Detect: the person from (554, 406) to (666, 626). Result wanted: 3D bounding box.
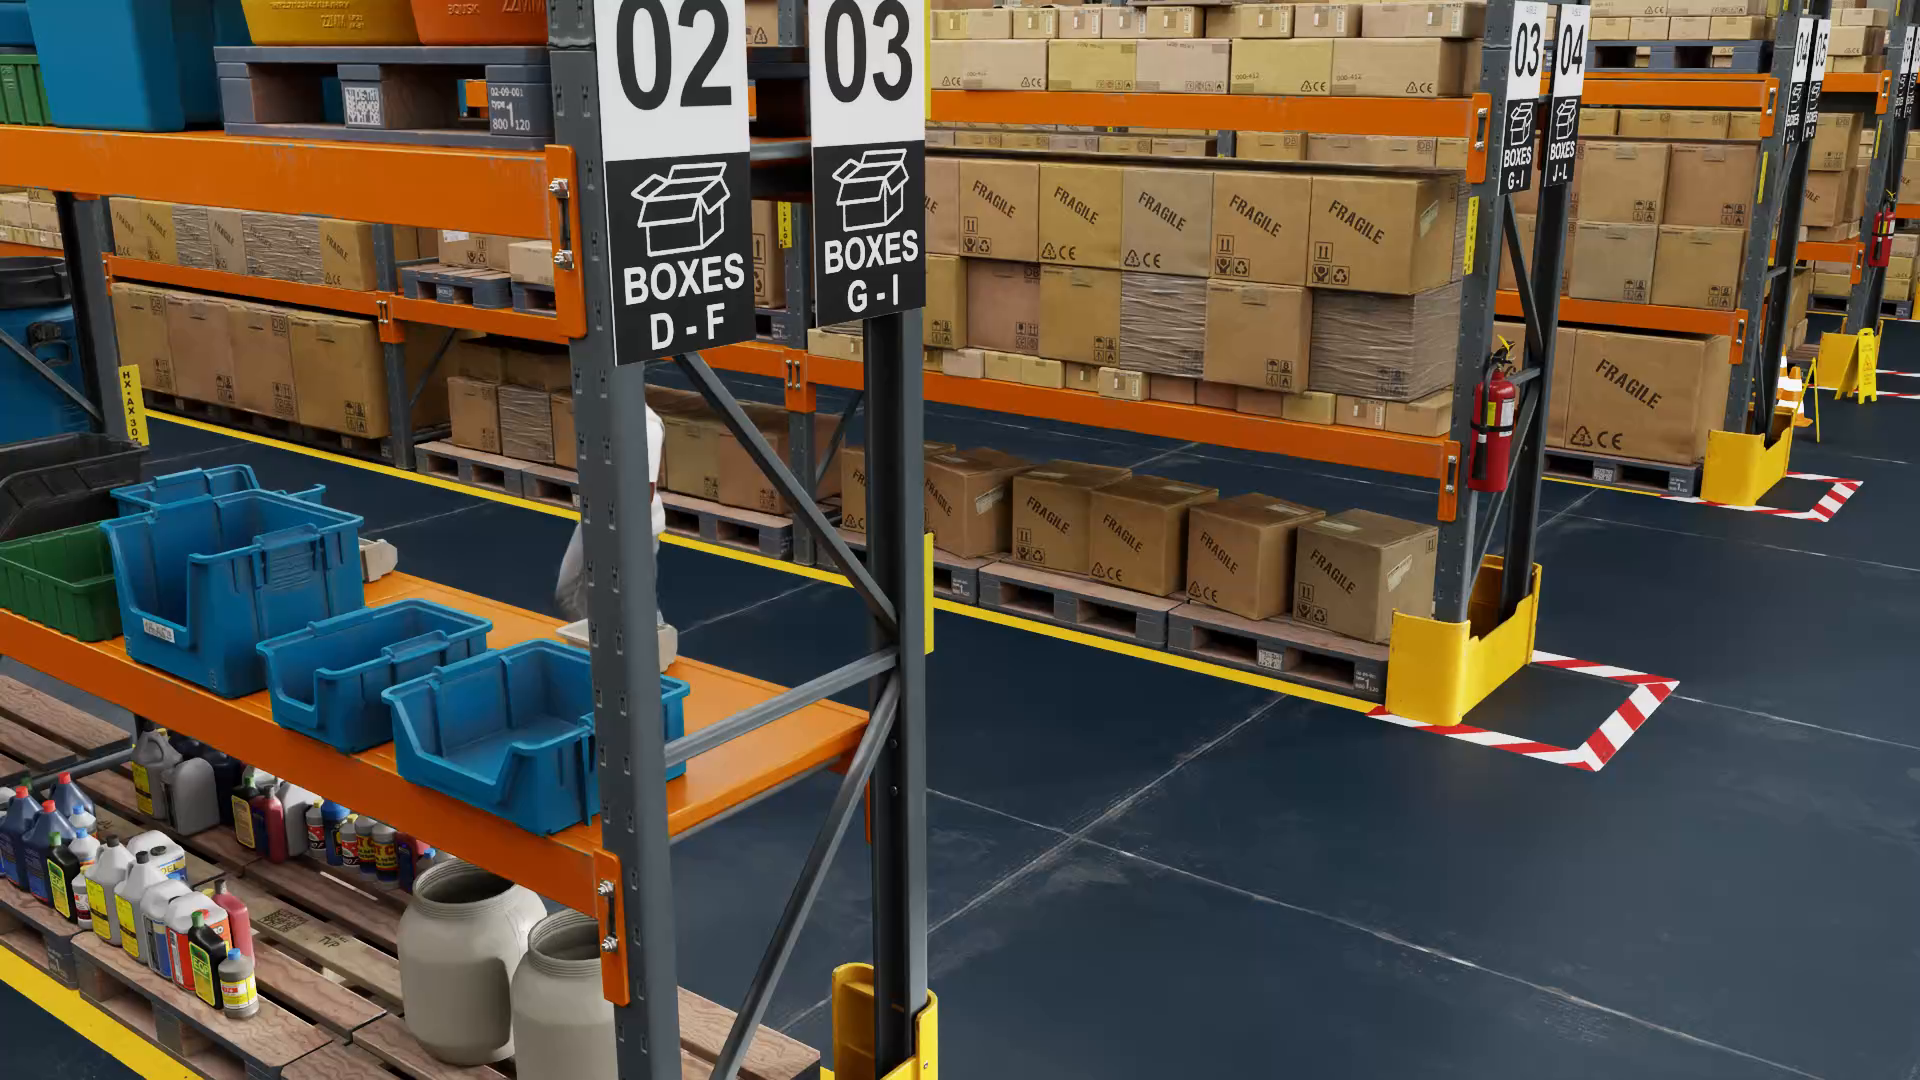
[{"bbox_3d":[-1.565,-0.009,7.576,0.511,1.824,0.628,-14,22,-39],"label":"person"}]
